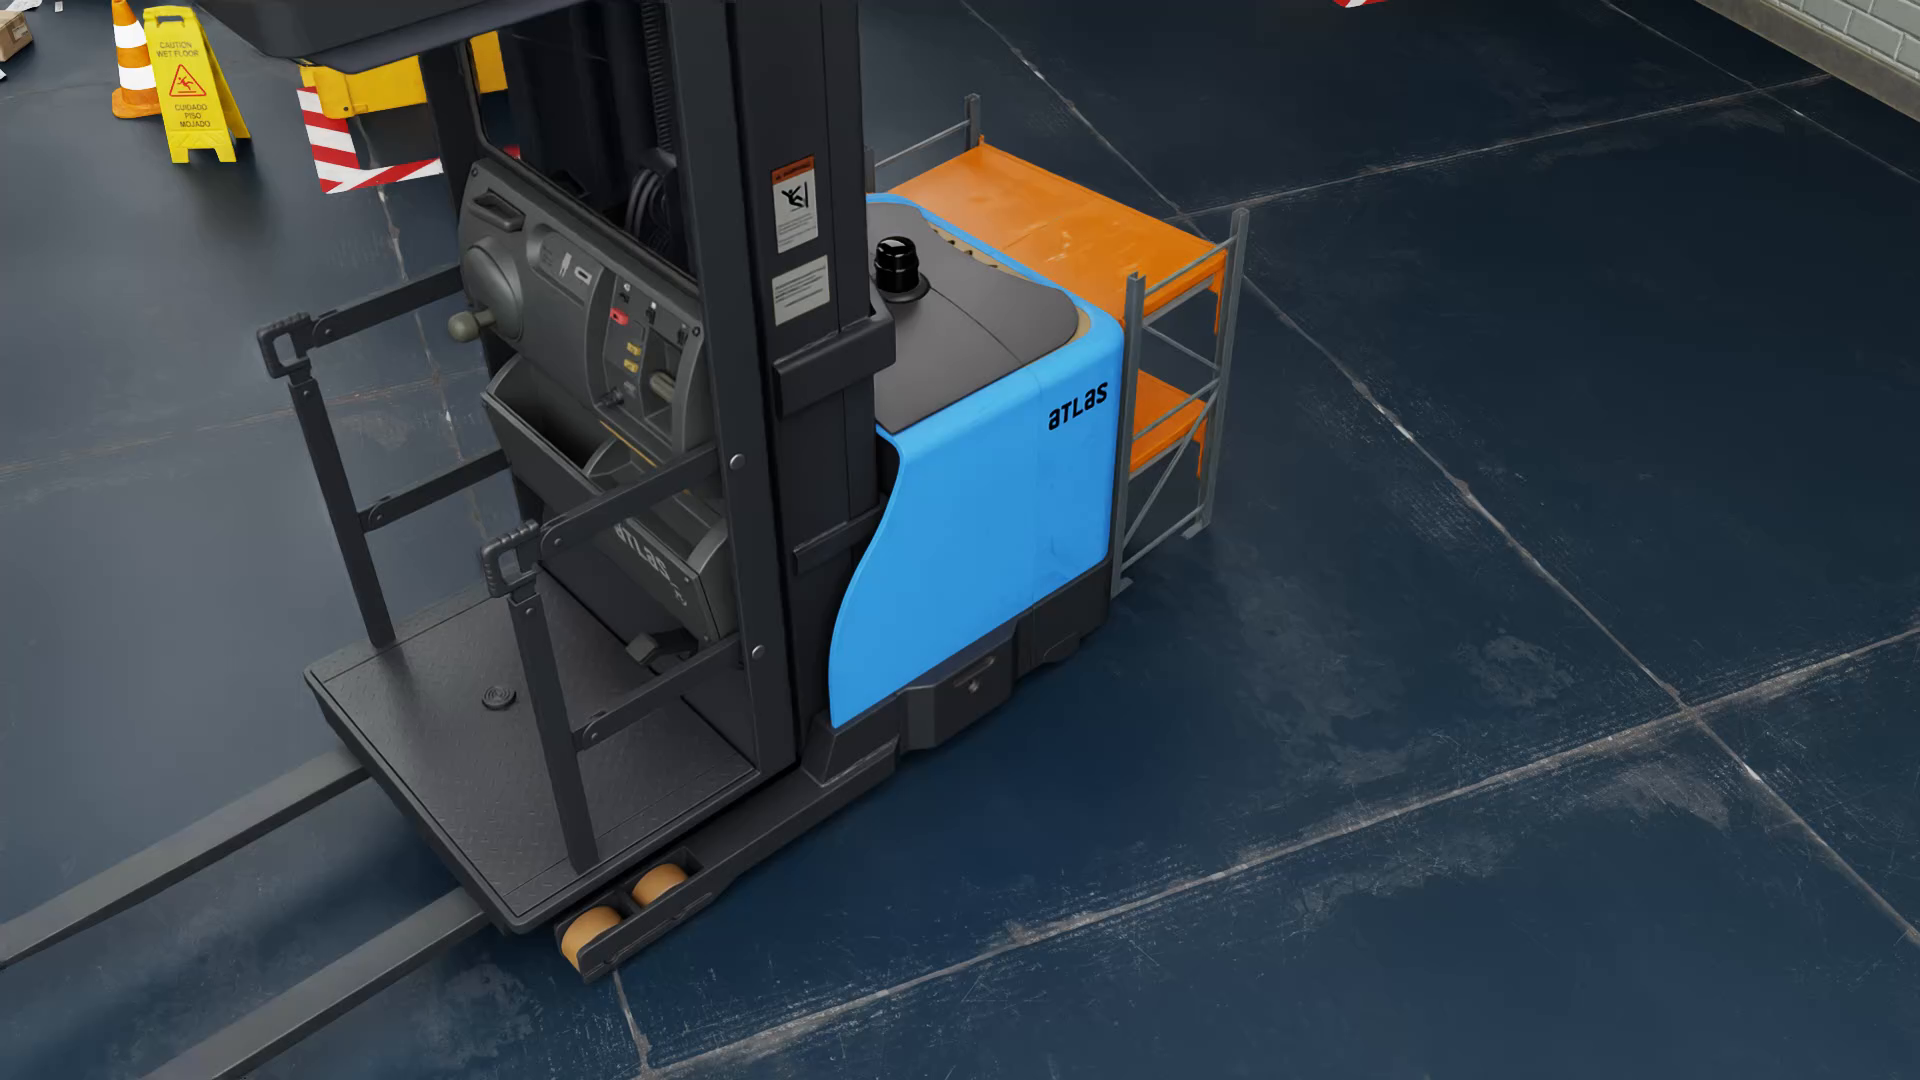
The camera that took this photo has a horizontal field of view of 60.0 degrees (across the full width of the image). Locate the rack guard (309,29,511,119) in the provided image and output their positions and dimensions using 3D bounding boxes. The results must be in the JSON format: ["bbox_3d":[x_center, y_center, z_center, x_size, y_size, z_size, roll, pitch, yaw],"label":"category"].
[{"bbox_3d":[-2.358,-2.310,7.553,1.175,0.500,0.348,-15,43,-17],"label":"rack guard"}]

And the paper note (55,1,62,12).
[{"bbox_3d":[-4.532,-2.683,8.363,0.032,0.001,0.123,-15,43,-17],"label":"paper note"}]

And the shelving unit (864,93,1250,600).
[{"bbox_3d":[0.248,-0.598,5.082,1.048,1.125,0.538,32,50,32],"label":"shelving unit"}]

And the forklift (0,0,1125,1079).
[{"bbox_3d":[-0.995,-0.447,3.522,3.031,2.935,1.130,-30,49,-30],"label":"forklift"}]

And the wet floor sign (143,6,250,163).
[{"bbox_3d":[-3.245,-1.938,7.009,0.267,0.644,0.232,-2,41,-2],"label":"wet floor sign"}]

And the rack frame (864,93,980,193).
[{"bbox_3d":[-0.120,-0.826,5.348,0.032,1.125,0.500,32,50,32],"label":"rack frame"}]

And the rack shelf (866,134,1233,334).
[{"bbox_3d":[0.248,-0.820,4.892,1.000,0.278,0.538,32,50,32],"label":"rack shelf"}]

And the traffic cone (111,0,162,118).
[{"bbox_3d":[-3.686,-2.187,7.439,0.336,0.463,0.334,-15,43,-17],"label":"traffic cone"}]

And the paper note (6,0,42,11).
[{"bbox_3d":[-4.717,-2.704,8.380,0.148,0.019,0.142,-2,41,-2],"label":"paper note"}]

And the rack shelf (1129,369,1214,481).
[{"bbox_3d":[0.248,-0.412,5.242,1.000,0.278,0.538,32,50,32],"label":"rack shelf"}]

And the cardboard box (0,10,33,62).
[{"bbox_3d":[-4.697,-2.416,7.946,0.380,0.149,0.250,5,41,6],"label":"cardboard box"}]

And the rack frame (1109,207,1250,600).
[{"bbox_3d":[0.617,-0.369,4.817,0.032,1.125,0.500,32,50,32],"label":"rack frame"}]

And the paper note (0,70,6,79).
[{"bbox_3d":[-4.530,-2.159,7.737,0.148,0.019,0.142,-31,49,-31],"label":"paper note"}]
